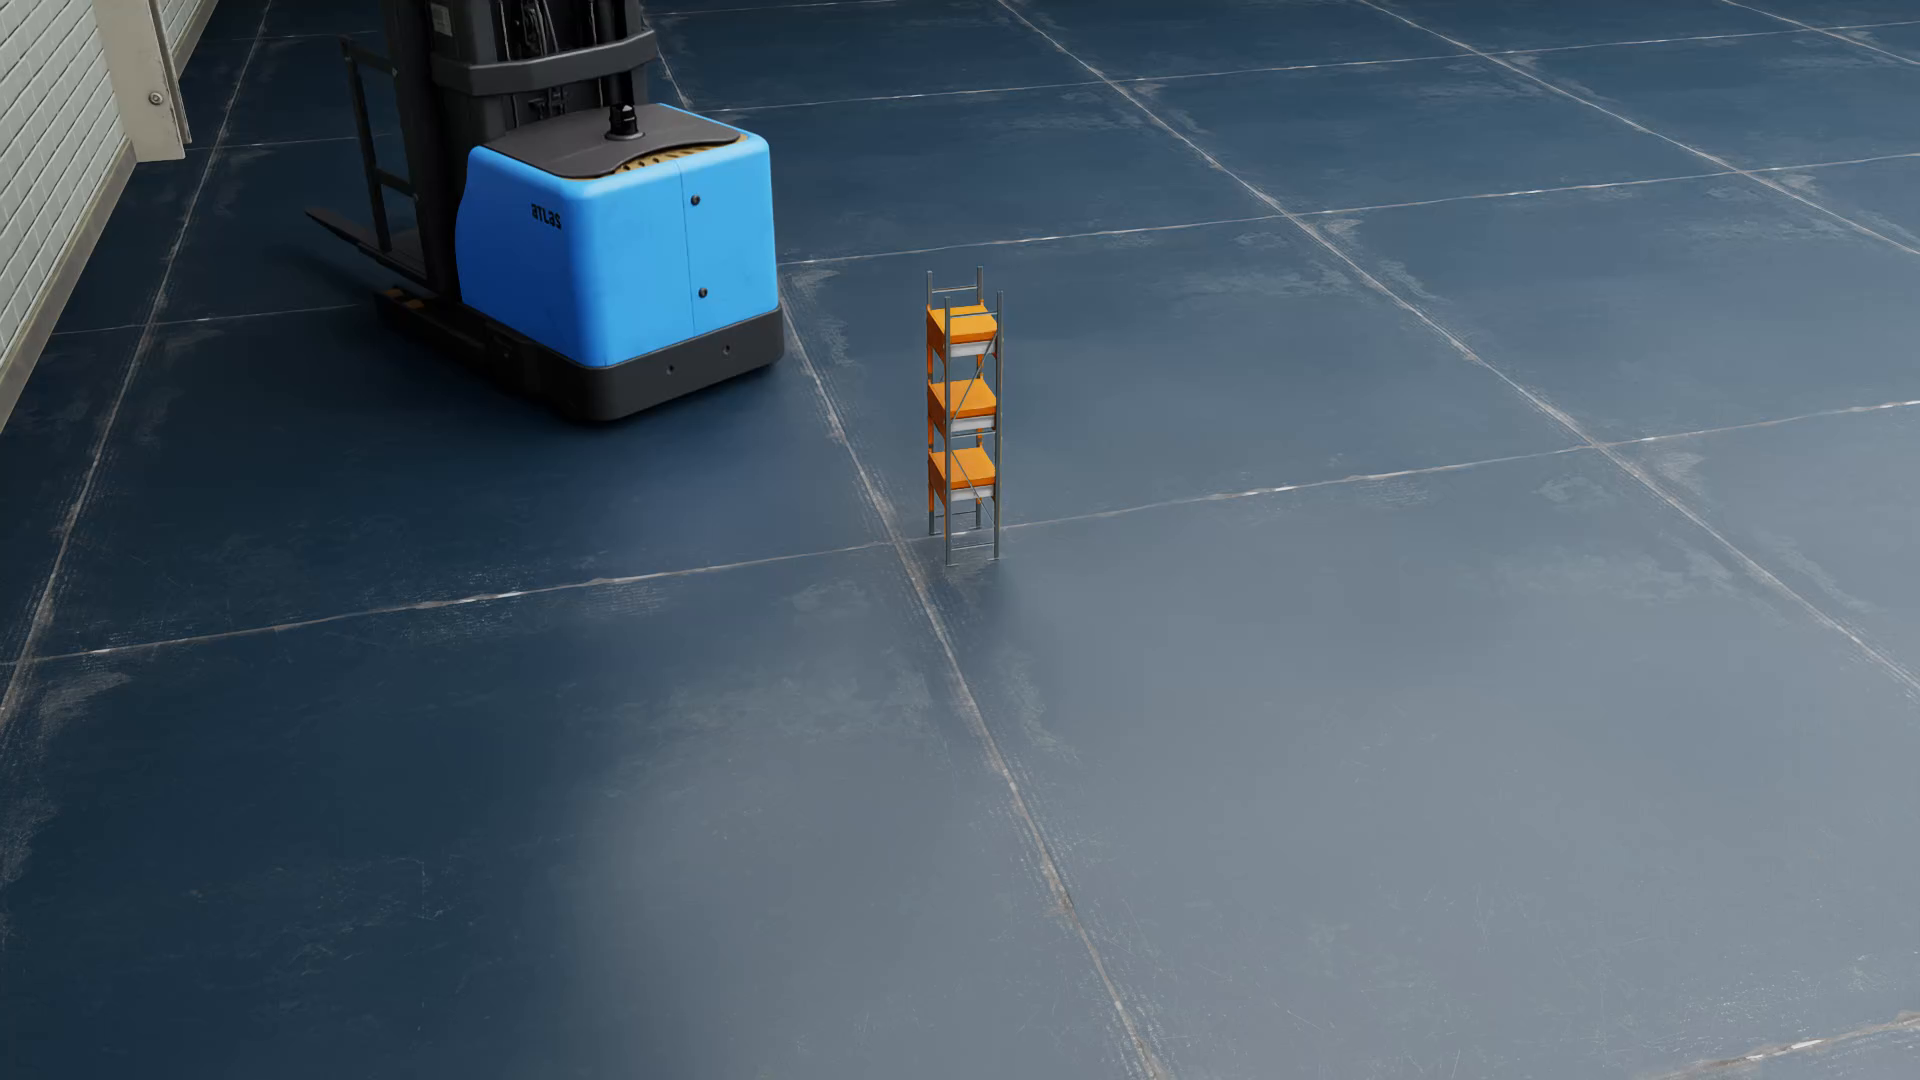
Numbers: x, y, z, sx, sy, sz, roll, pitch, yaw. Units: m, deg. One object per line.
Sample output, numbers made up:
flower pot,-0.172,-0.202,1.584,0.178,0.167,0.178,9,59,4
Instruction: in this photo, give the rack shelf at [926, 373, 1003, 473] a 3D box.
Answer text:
rack shelf,0.014,-0.419,5.948,0.215,0.259,0.240,-8,31,-13

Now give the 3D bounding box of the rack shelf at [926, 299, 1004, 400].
rack shelf,0.014,-0.665,5.806,0.215,0.259,0.240,-8,31,-13

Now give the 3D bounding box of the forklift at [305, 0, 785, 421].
forklift,-2.188,-2.408,7.484,1.130,2.935,3.031,-26,39,-37

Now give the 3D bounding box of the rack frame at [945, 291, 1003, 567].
rack frame,0.047,-0.370,5.841,0.200,1.050,0.008,-8,31,-13

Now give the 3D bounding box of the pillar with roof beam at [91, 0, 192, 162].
pillar with roof beam,-0.880,-6.916,9.216,9.100,9.000,0.400,-8,31,-13

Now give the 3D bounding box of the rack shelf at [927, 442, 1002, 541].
rack shelf,0.014,-0.179,6.087,0.215,0.259,0.240,-8,31,-13

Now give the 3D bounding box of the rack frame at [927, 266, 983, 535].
rack frame,-0.018,-0.487,6.044,0.200,1.050,0.008,-8,31,-13

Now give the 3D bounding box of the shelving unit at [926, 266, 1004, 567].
shelving unit,0.014,-0.429,5.942,0.215,1.050,0.252,-8,31,-13
